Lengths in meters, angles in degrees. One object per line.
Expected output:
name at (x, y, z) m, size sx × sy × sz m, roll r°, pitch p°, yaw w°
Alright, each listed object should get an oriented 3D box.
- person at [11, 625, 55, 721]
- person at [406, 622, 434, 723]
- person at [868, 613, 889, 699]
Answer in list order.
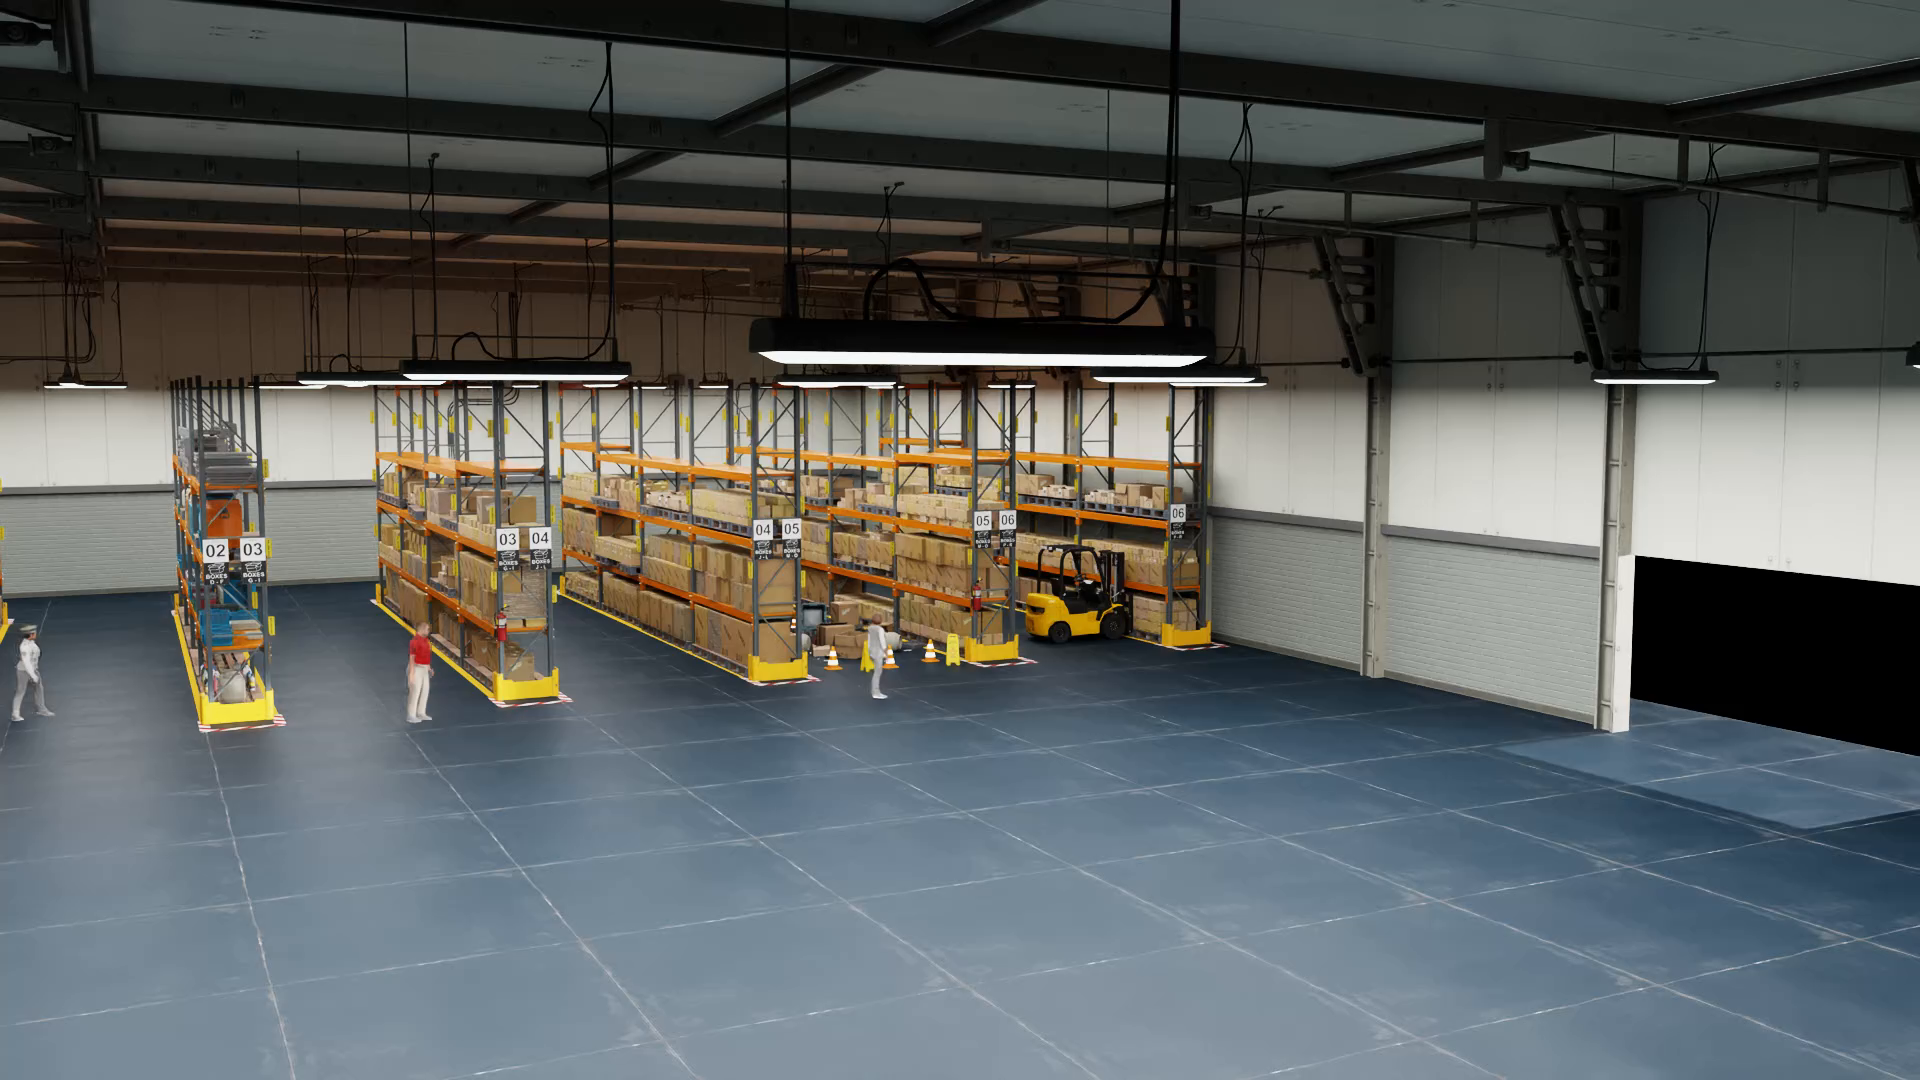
person at (-16.316, 2.332, 29.159) m, size 0.559 × 1.696 × 0.655 m, roll 0°, pitch 5°, yaw -5°
person at (-9.424, 2.294, 28.949) m, size 0.419 × 1.733 × 0.590 m, roll 1°, pitch 5°, yaw 6°
person at (-1.544, 2.193, 31.118) m, size 0.333 × 1.662 × 0.461 m, roll -2°, pitch 6°, yaw -25°
